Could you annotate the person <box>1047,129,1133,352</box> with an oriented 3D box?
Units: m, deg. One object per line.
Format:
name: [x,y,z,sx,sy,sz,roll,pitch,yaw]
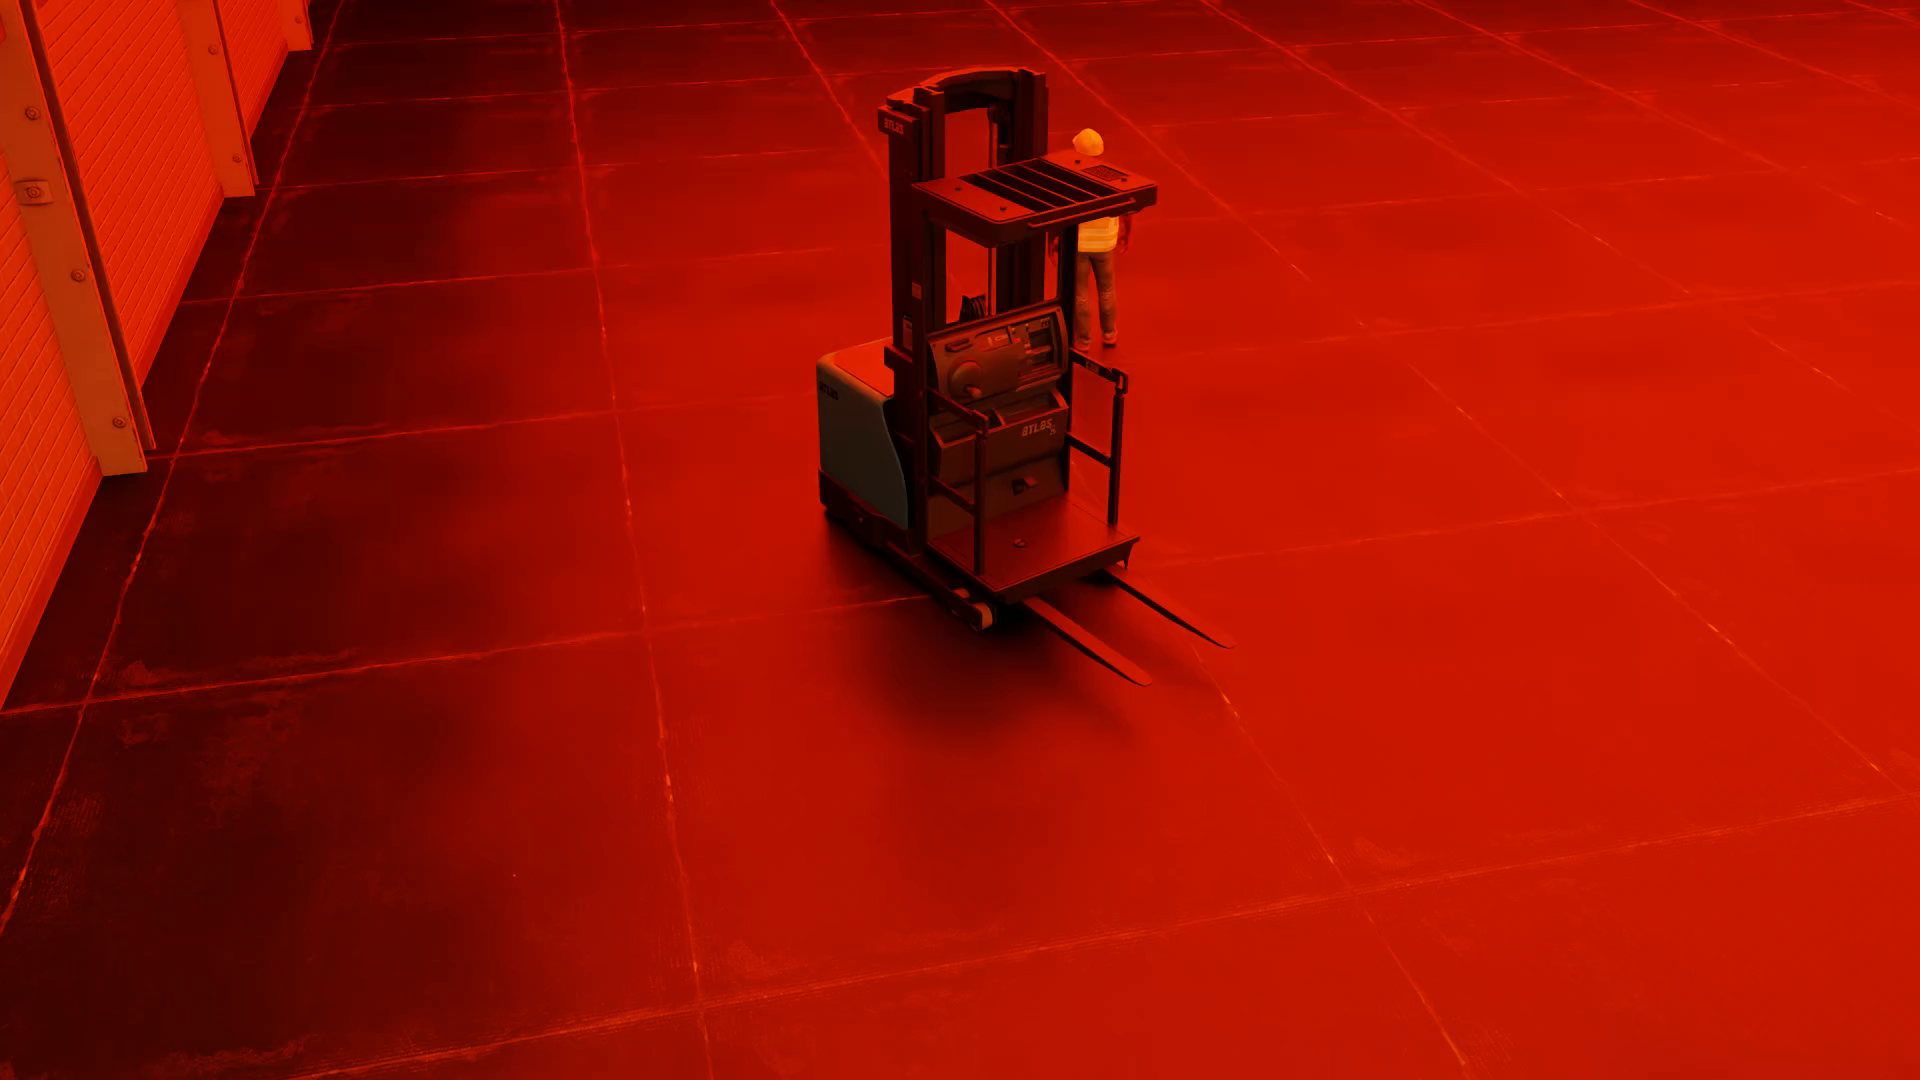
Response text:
person: [0.975,-2.300,12.697,0.666,1.766,0.577,-4,30,-7]

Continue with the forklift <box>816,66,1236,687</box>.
forklift: [0.355,-1.021,9.338,1.130,2.935,3.031,-20,35,-30]
